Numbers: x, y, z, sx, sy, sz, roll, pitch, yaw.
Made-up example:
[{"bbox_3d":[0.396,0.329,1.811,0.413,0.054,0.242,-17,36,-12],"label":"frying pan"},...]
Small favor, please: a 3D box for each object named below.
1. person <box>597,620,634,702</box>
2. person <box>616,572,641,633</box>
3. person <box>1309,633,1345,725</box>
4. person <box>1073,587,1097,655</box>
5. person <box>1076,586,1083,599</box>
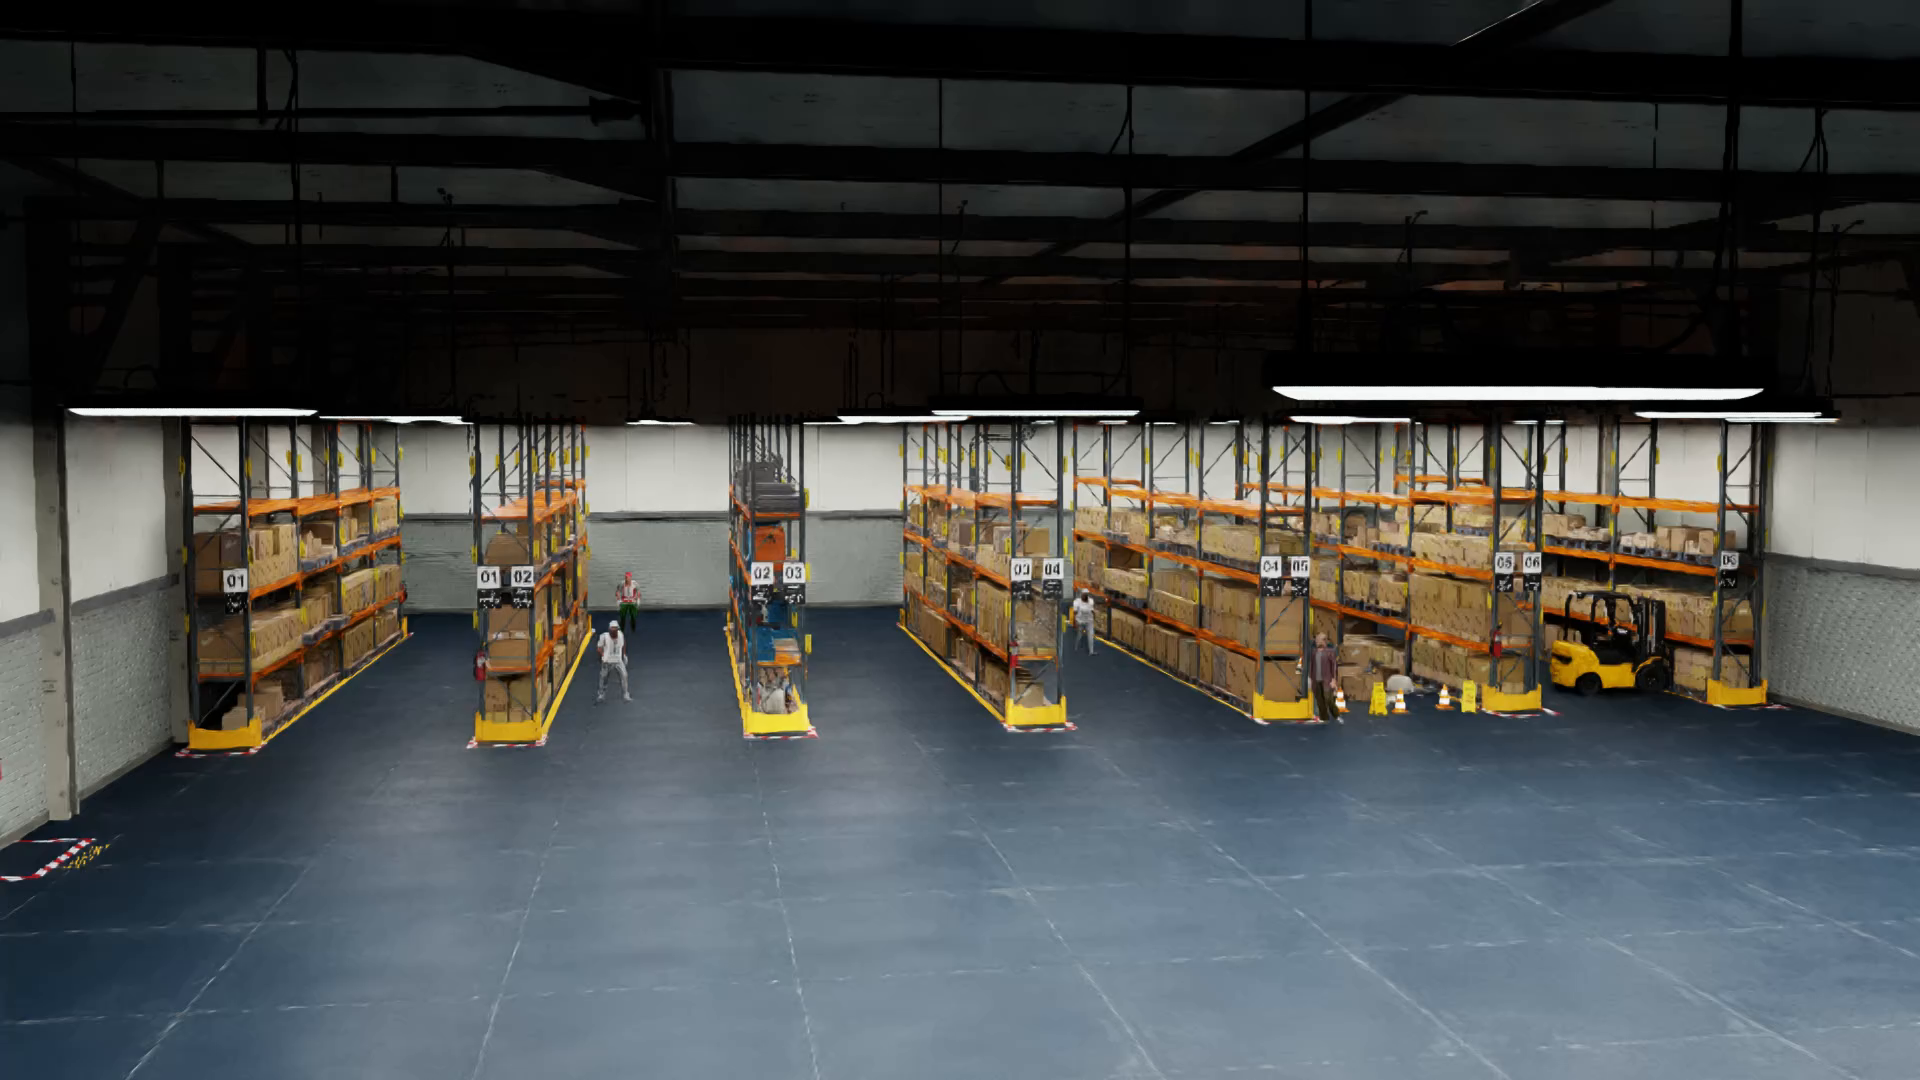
[{"bbox_3d":[-7.229,2.506,34.606,0.692,1.723,0.846,-2,4,-26],"label":"person"},{"bbox_3d":[-9.179,1.733,46.032,0.677,1.742,0.552,-1,4,-11],"label":"person"},{"bbox_3d":[6.994,2.720,31.810,0.747,1.656,0.525,4,5,43],"label":"person"},{"bbox_3d":[3.122,2.025,41.823,0.577,1.691,1.121,0,4,-7],"label":"person"},{"bbox_3d":[3.698,1.481,51.044,0.459,1.543,0.883,1,4,15],"label":"person"}]
